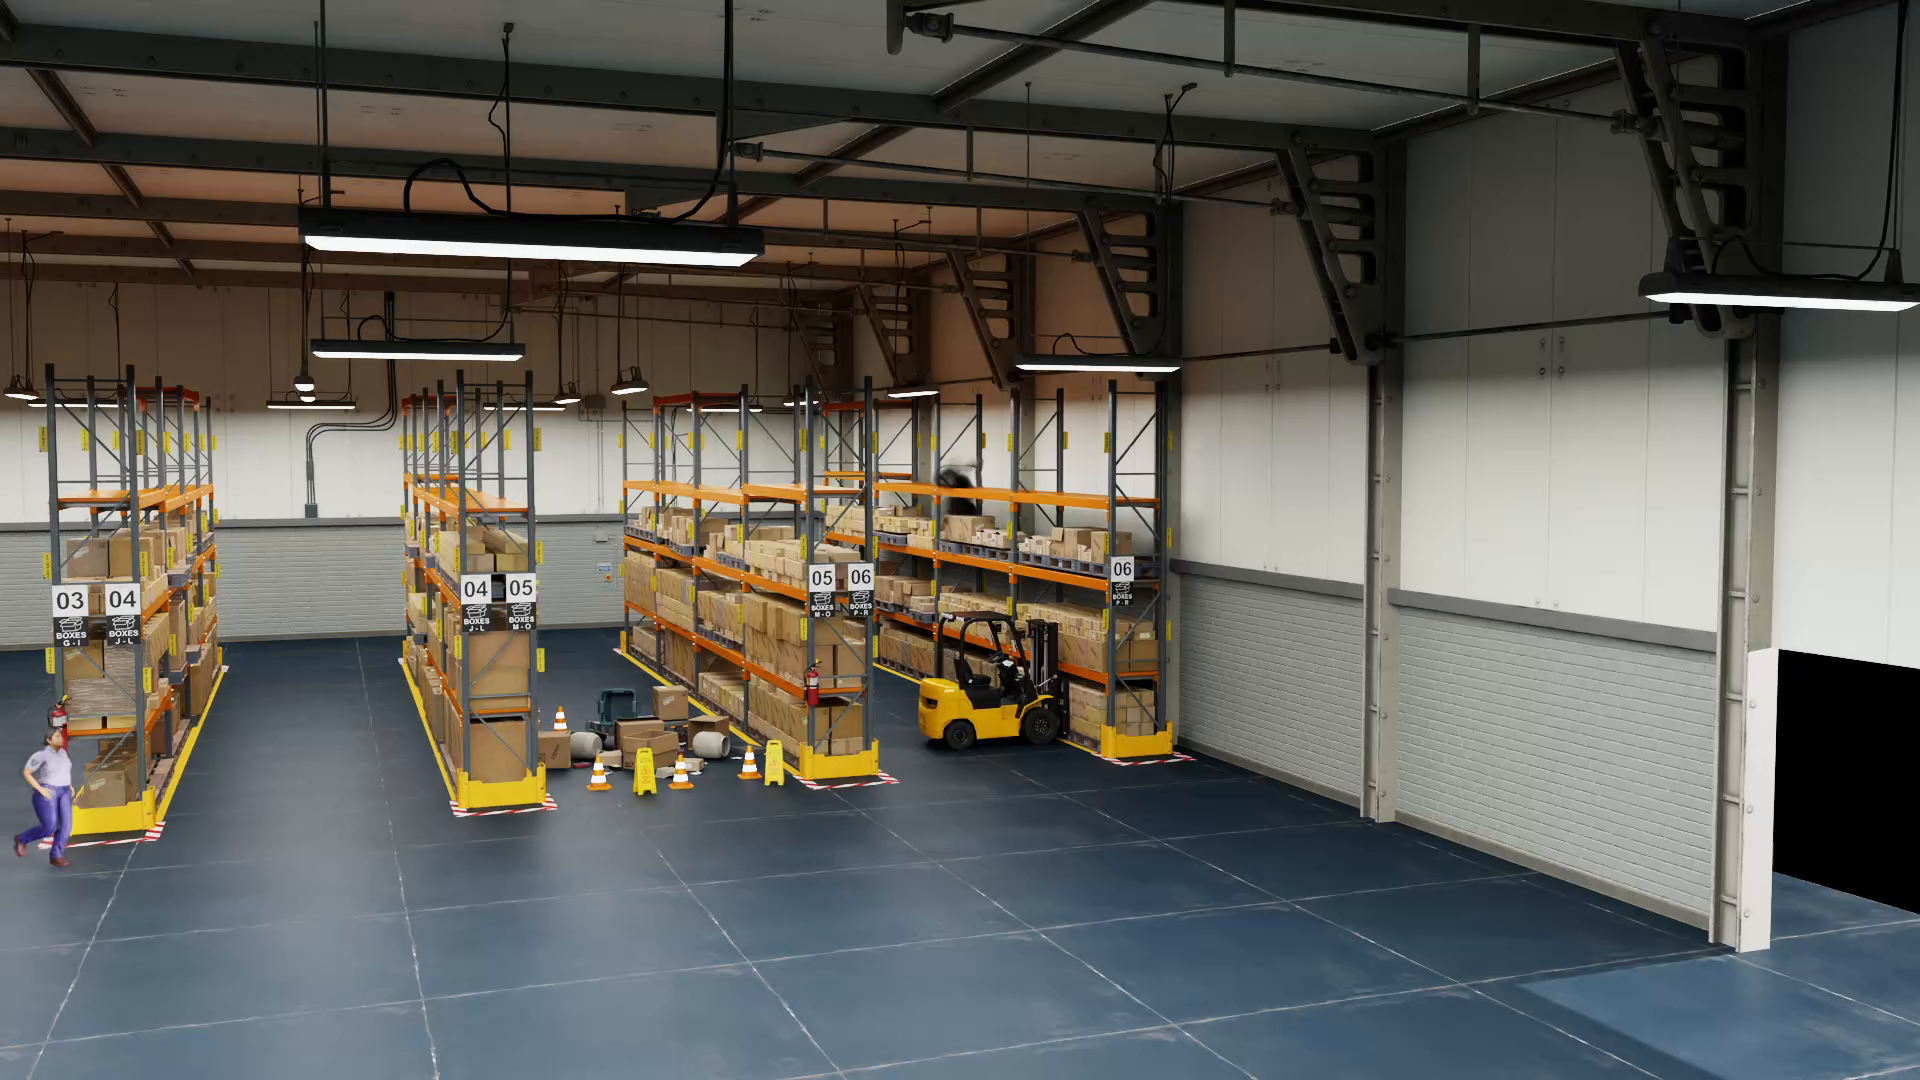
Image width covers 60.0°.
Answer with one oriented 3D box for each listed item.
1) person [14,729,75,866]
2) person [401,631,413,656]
[{"bbox_3d":[-10.843,3.061,19.847,0.683,1.580,0.655,1,3,14],"label":"person"},{"bbox_3d":[-12.651,1.866,38.912,0.878,1.751,0.744,-1,4,-18],"label":"person"}]
